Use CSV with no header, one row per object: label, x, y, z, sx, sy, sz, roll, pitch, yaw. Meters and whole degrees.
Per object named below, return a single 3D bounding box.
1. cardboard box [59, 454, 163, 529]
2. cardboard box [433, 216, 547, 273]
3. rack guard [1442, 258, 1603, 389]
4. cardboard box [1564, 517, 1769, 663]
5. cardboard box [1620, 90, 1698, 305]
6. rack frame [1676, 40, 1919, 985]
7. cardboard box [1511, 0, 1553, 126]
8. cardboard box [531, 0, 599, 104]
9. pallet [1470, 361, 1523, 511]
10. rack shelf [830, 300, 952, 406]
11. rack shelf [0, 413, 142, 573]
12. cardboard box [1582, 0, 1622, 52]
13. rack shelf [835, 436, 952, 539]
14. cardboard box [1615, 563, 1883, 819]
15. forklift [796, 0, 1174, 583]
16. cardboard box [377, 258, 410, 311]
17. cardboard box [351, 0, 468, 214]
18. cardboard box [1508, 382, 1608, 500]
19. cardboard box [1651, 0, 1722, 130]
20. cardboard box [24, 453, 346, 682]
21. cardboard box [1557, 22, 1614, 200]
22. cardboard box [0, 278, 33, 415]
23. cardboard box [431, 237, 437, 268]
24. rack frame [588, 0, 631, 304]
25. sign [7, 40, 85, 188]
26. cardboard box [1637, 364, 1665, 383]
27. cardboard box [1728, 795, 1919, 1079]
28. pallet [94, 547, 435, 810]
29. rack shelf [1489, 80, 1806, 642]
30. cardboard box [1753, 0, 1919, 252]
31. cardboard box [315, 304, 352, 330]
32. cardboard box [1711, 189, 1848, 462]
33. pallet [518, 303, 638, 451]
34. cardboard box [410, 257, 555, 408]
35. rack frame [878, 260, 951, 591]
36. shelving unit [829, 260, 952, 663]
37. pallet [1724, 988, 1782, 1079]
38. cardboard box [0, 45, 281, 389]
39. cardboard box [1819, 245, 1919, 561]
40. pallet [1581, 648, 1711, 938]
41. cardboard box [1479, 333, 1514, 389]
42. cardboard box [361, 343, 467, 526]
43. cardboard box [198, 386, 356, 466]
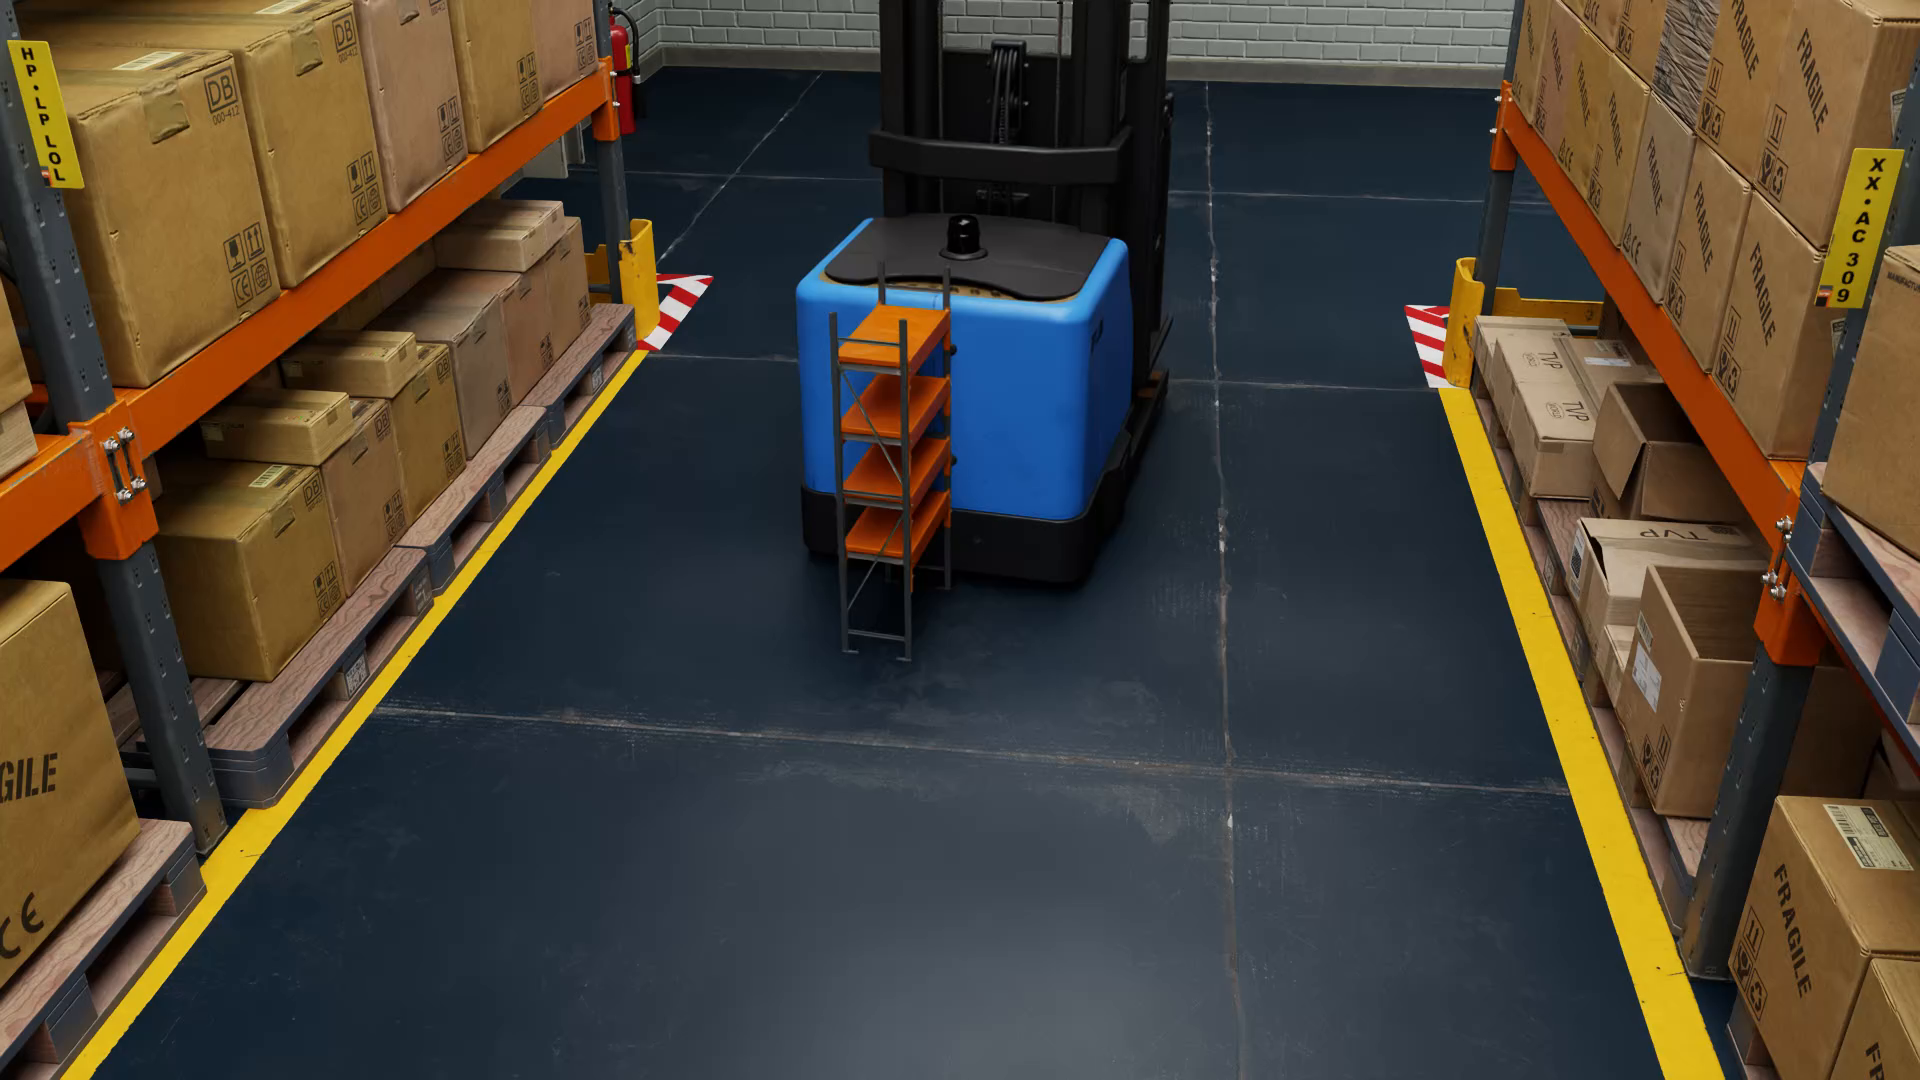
cardboard box,-2.599,-0.156,4.886,0.380,0.149,0.250,3,28,6
cardboard box,-1.939,-1.223,6.866,0.380,0.149,0.250,4,29,8
rack guard,2.820,-0.957,7.500,1.175,0.500,0.348,3,28,6
cardboard box,2.219,0.142,5.196,0.500,0.311,0.500,3,28,6
cardboard box,2.268,-0.990,4.819,0.500,0.500,0.500,4,29,7
rack frame,2.339,-0.211,3.479,1.000,3.000,0.127,3,28,6
cardboard box,2.513,-1.944,6.590,0.500,0.500,0.500,4,29,7
cardboard box,-2.140,-2.271,6.987,0.980,0.700,0.700,5,29,9
pallet,2.723,-0.455,6.872,1.003,0.211,1.213,3,28,6
rack shelf,-0.212,-0.598,5.266,0.258,0.148,0.480,7,29,13
rack shelf,-2.823,0.761,2.433,1.077,0.370,4.000,3,28,6
cardboard box,2.391,-1.903,5.459,0.500,0.500,0.500,4,29,7
rack shelf,-0.212,-0.193,5.485,0.258,0.148,0.480,7,29,13
cardboard box,2.128,0.411,4.495,0.500,0.500,0.500,3,28,6
forklift,0.298,-1.823,6.544,1.130,2.935,3.031,7,29,13
cardboard box,-2.380,-1.009,6.469,0.380,0.149,0.250,4,29,7
cardboard box,-2.321,-1.570,5.685,0.980,0.700,0.700,2,28,4
cardboard box,2.359,-0.367,6.203,0.500,0.250,0.500,3,28,6
cardboard box,2.266,-1.427,4.576,0.500,0.500,0.500,4,29,7
cardboard box,-2.384,0.073,5.145,0.700,0.500,0.500,4,29,7
cardboard box,2.391,-1.465,5.701,0.500,0.500,0.500,3,28,6
cardboard box,-2.384,-0.449,3.480,0.500,0.500,0.500,3,28,5
cardboard box,-2.318,-1.246,6.910,0.380,0.149,0.250,3,29,6
rack frame,-2.087,-2.380,7.505,1.000,3.000,0.127,3,28,6
sign,-2.038,-0.945,3.704,0.100,0.325,0.005,3,28,6
cardboard box,2.868,-0.584,6.695,0.380,0.166,0.250,3,28,6
cardboard box,2.038,0.910,3.571,0.500,0.500,0.500,2,28,4
pallet,-2.407,0.377,5.327,1.003,0.211,1.213,3,28,6
rack shelf,2.584,-0.835,5.397,1.077,0.370,4.000,3,28,6
cardboard box,2.144,-0.948,3.687,0.500,0.500,0.500,3,29,6
cardboard box,-2.442,-0.769,6.023,0.380,0.149,0.250,3,28,5
cardboard box,2.146,-0.505,3.919,0.500,0.500,0.500,4,29,7
pallet,-2.108,-0.771,7.459,1.003,0.211,1.213,3,28,6
cardboard box,-2.135,-0.893,6.938,0.700,0.500,0.500,3,28,6
rack frame,-0.150,-0.364,5.660,0.240,1.200,0.015,7,29,13
shelving unit,-0.212,-0.252,5.453,0.258,1.200,0.503,7,29,13
pallet,2.277,1.402,3.425,1.003,0.211,1.213,3,28,6
cardboard box,-2.495,-0.883,4.411,0.980,0.700,0.700,4,29,7
cardboard box,2.059,-0.230,2.965,0.700,0.500,0.500,-6,29,-11
pallet,2.424,0.694,4.740,1.003,0.211,1.213,3,28,6
cardboard box,2.406,-0.745,6.994,0.380,0.166,0.250,3,28,6
cardboard box,-2.254,-0.405,6.032,0.700,0.500,0.500,4,29,7
cardboard box,-2.161,-0.363,5.271,0.380,0.149,0.250,4,29,8
